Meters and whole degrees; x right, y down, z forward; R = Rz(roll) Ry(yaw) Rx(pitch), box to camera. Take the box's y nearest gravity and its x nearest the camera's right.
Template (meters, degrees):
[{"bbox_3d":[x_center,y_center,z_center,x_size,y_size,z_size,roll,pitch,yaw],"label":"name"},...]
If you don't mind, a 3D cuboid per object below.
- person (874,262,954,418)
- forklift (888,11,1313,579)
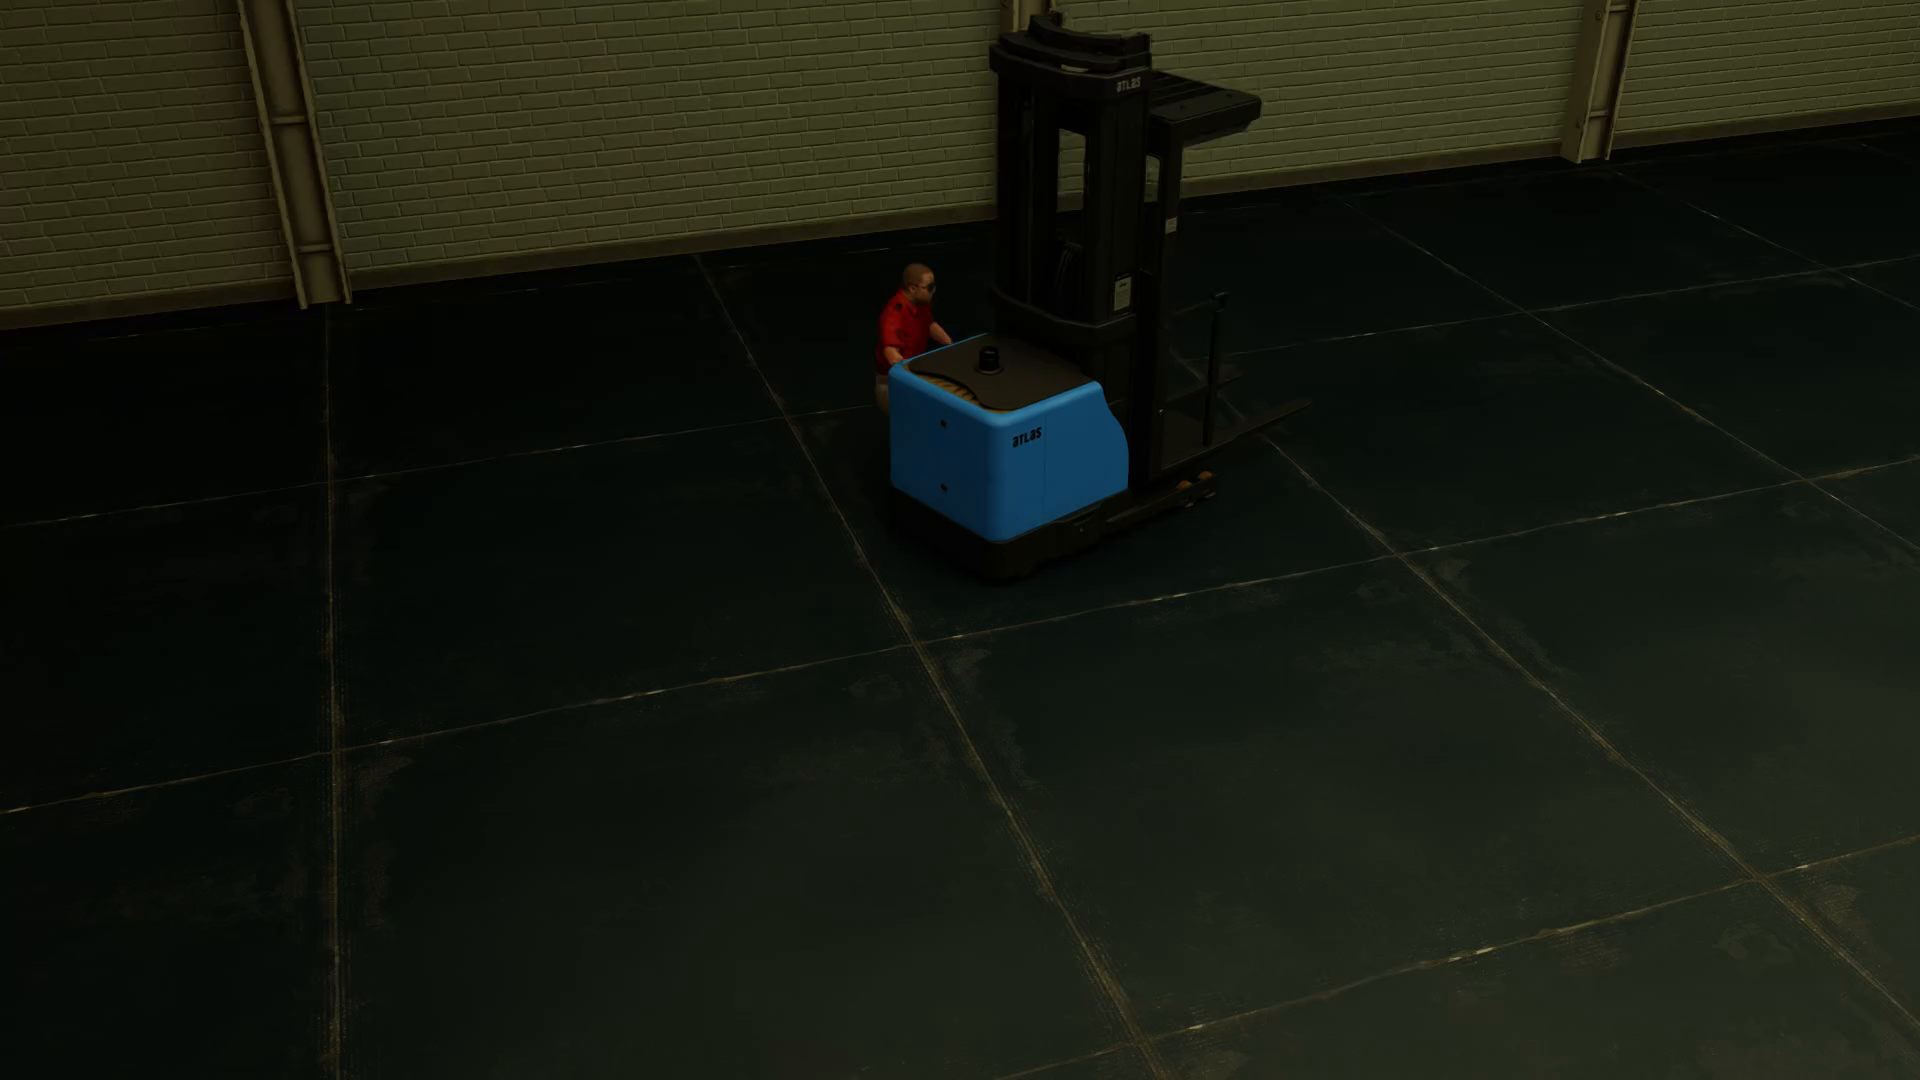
[{"bbox_3d":[-0.102,-0.959,10.263,0.842,1.525,0.819,5,30,9],"label":"person"},{"bbox_3d":[1.015,-1.651,9.956,3.031,2.935,1.130,-23,37,-34],"label":"forklift"}]
